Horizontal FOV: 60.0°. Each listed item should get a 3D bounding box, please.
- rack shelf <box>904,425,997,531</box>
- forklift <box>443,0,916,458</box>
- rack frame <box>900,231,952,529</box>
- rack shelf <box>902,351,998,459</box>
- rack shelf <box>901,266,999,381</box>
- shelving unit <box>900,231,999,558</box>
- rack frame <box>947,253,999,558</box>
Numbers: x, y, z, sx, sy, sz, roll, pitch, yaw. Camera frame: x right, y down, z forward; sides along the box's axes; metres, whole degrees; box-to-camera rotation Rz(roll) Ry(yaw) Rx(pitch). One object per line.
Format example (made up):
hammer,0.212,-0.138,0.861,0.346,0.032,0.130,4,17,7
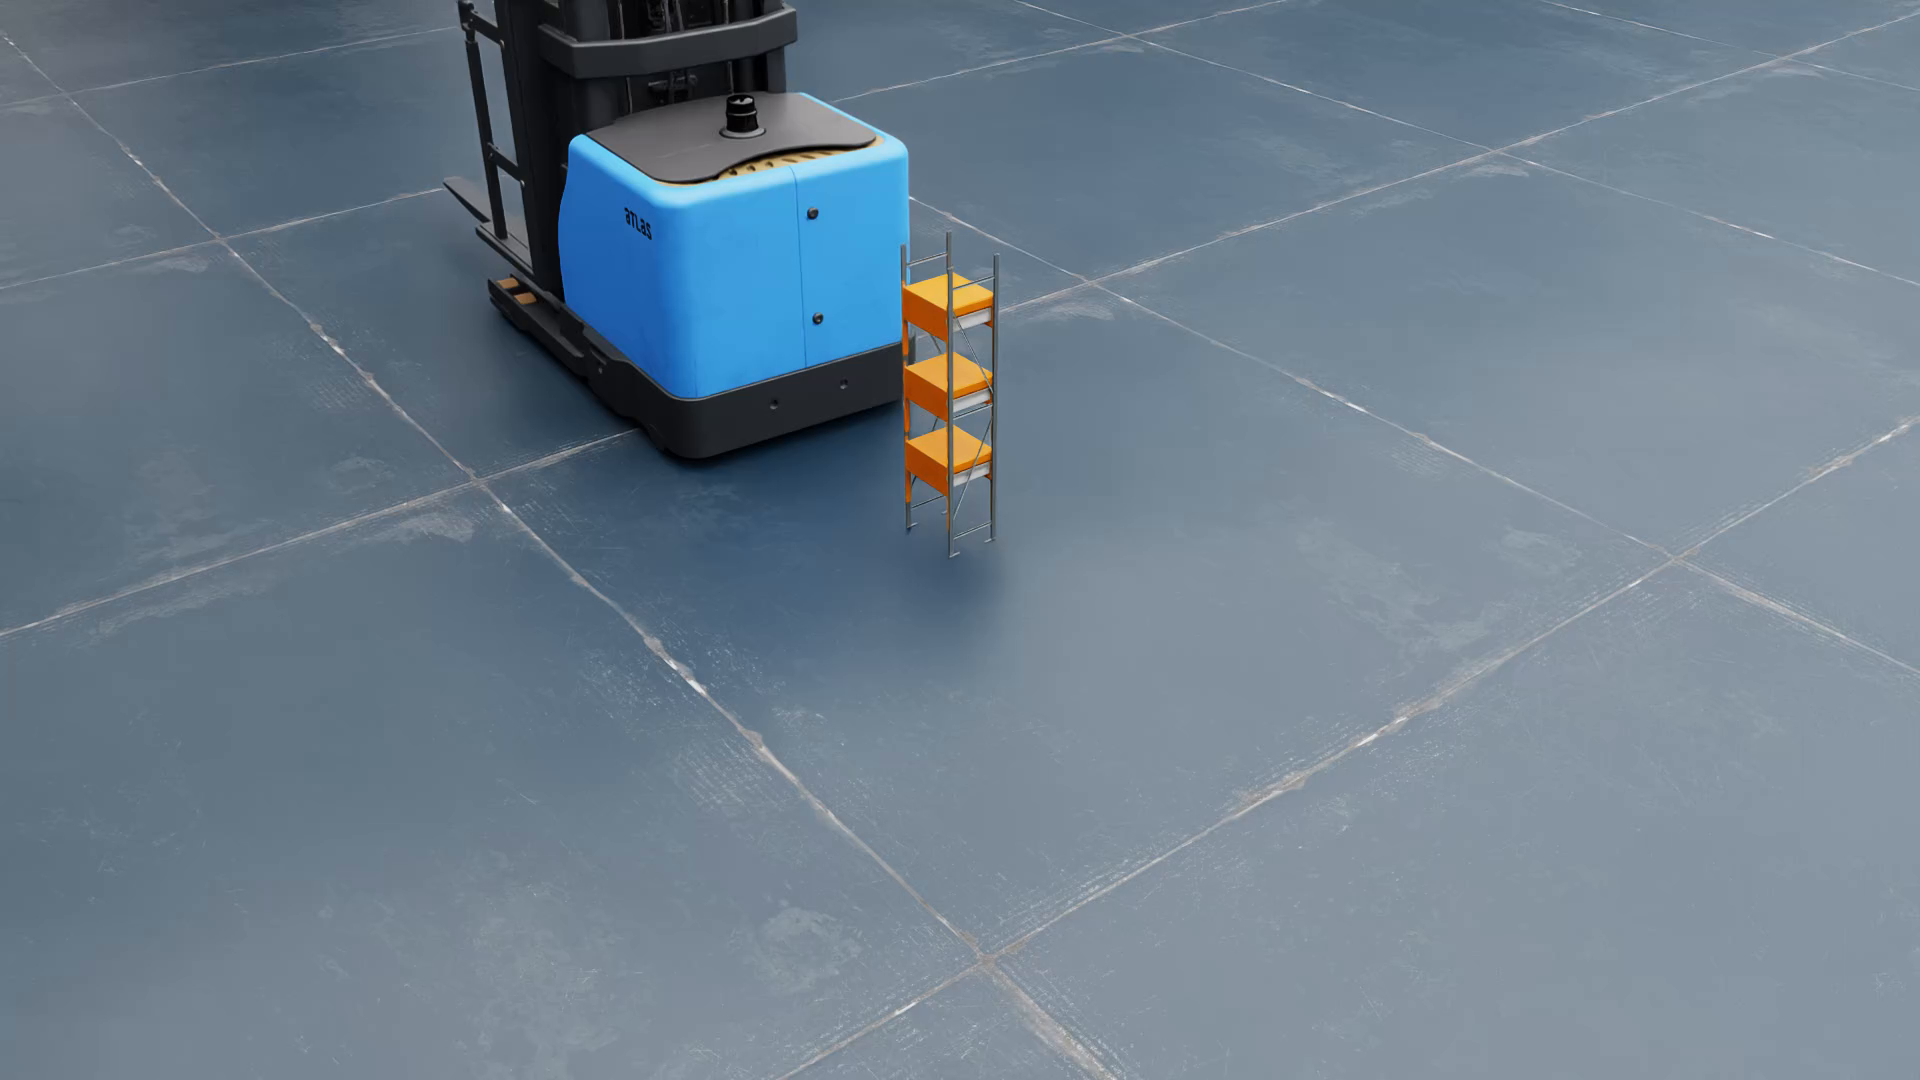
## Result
rack shelf,-0.033,-0.223,5.661,0.215,0.259,0.240,-22,38,-31
forklift,-1.418,-2.276,6.636,1.130,2.935,3.031,-20,37,-29
rack frame,-0.108,-0.519,5.591,0.200,1.050,0.008,-22,38,-31
rack shelf,-0.033,-0.459,5.515,0.215,0.259,0.240,-22,38,-31
rack shelf,-0.033,-0.700,5.365,0.215,0.259,0.240,-22,38,-31
shelving unit,-0.033,-0.468,5.509,0.215,1.050,0.252,-22,38,-31
rack frame,0.042,-0.417,5.427,0.200,1.050,0.008,-22,38,-31
